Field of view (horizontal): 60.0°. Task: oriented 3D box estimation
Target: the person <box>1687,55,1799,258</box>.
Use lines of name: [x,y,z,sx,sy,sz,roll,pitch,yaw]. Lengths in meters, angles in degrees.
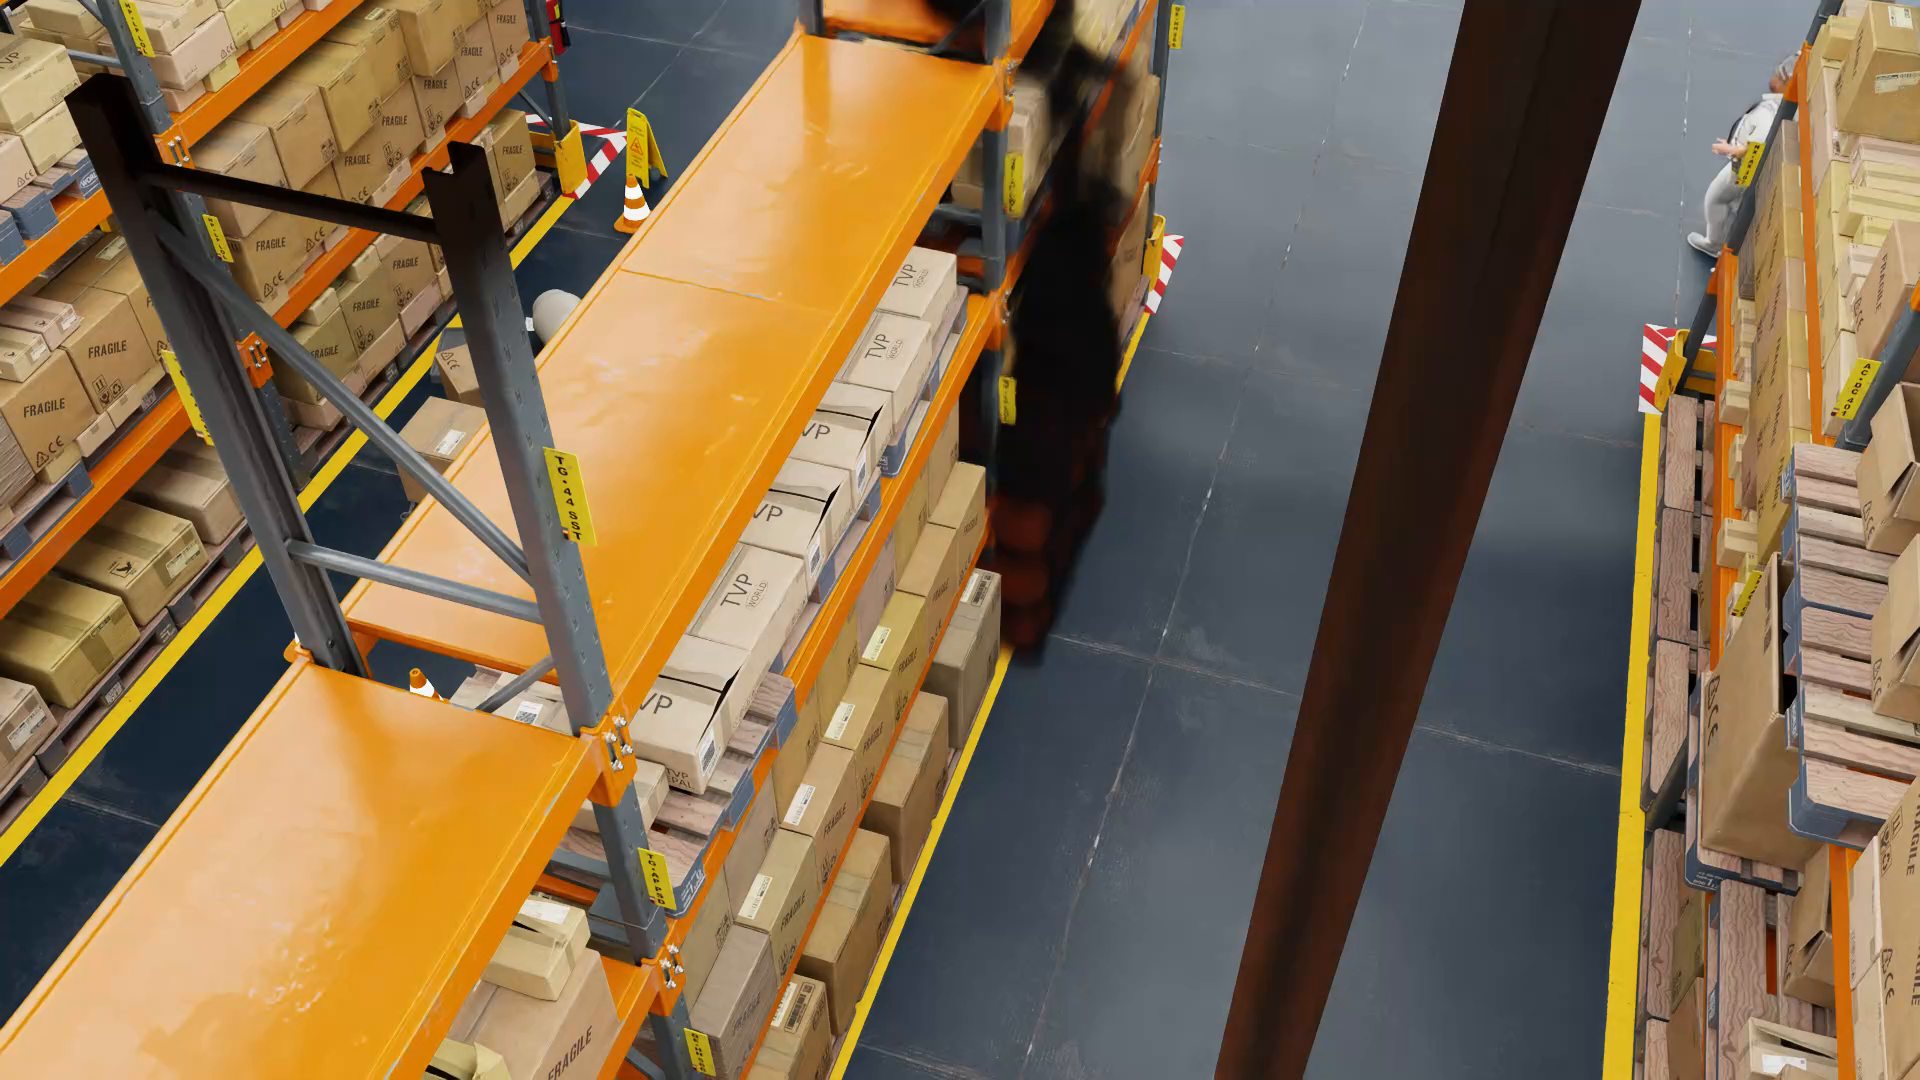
person: [6.113,-2.889,12.741,0.689,1.746,0.623,-25,51,-22]
